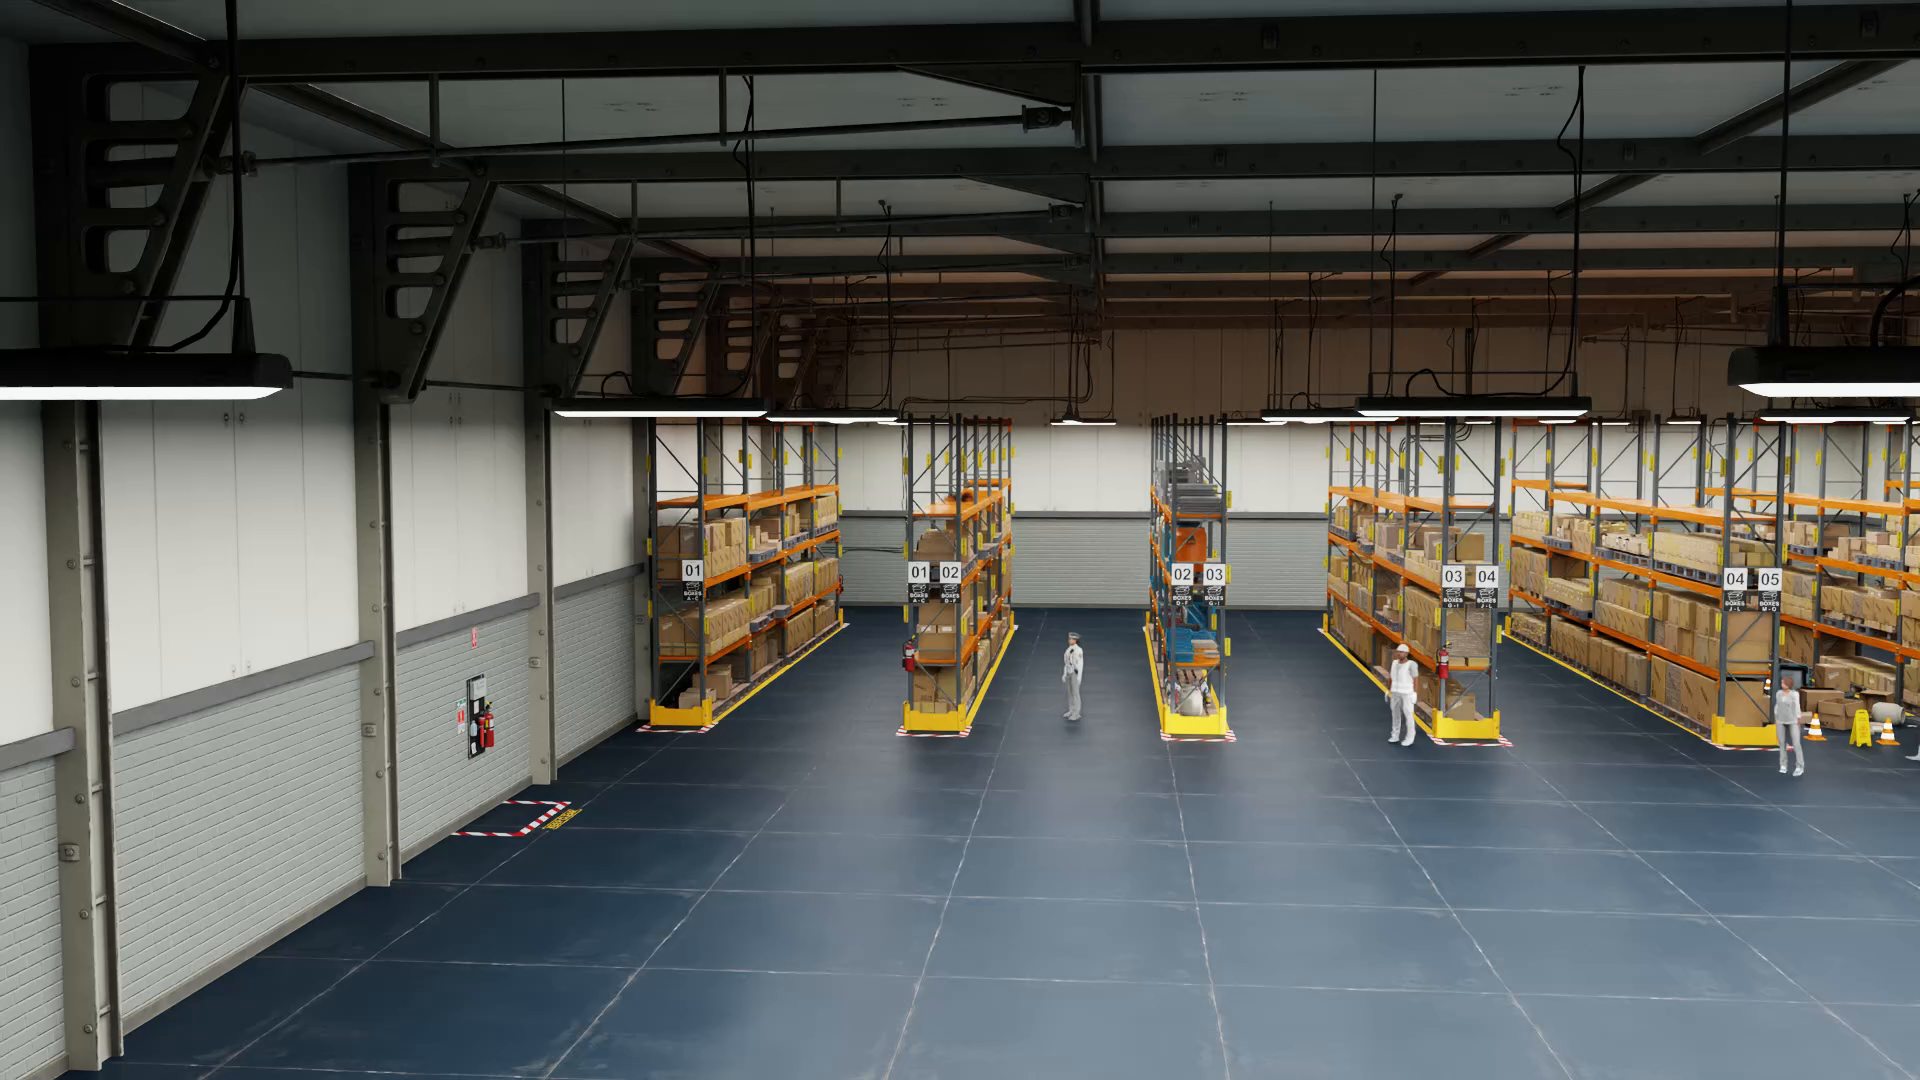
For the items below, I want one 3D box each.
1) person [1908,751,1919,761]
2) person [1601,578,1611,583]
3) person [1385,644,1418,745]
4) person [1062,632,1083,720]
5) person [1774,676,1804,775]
[{"bbox_3d":[16.774,2.978,28.467,0.973,1.646,0.470,-1,4,-13],"label":"person"},{"bbox_3d":[17.048,1.886,43.870,0.448,1.790,0.598,3,5,33],"label":"person"},{"bbox_3d":[8.004,2.792,30.209,0.404,1.795,0.600,-3,5,-40],"label":"person"},{"bbox_3d":[2.217,2.670,32.879,0.375,1.703,0.510,-2,4,-24],"label":"person"},{"bbox_3d":[13.744,3.064,27.585,0.496,1.606,0.374,4,5,45],"label":"person"}]
